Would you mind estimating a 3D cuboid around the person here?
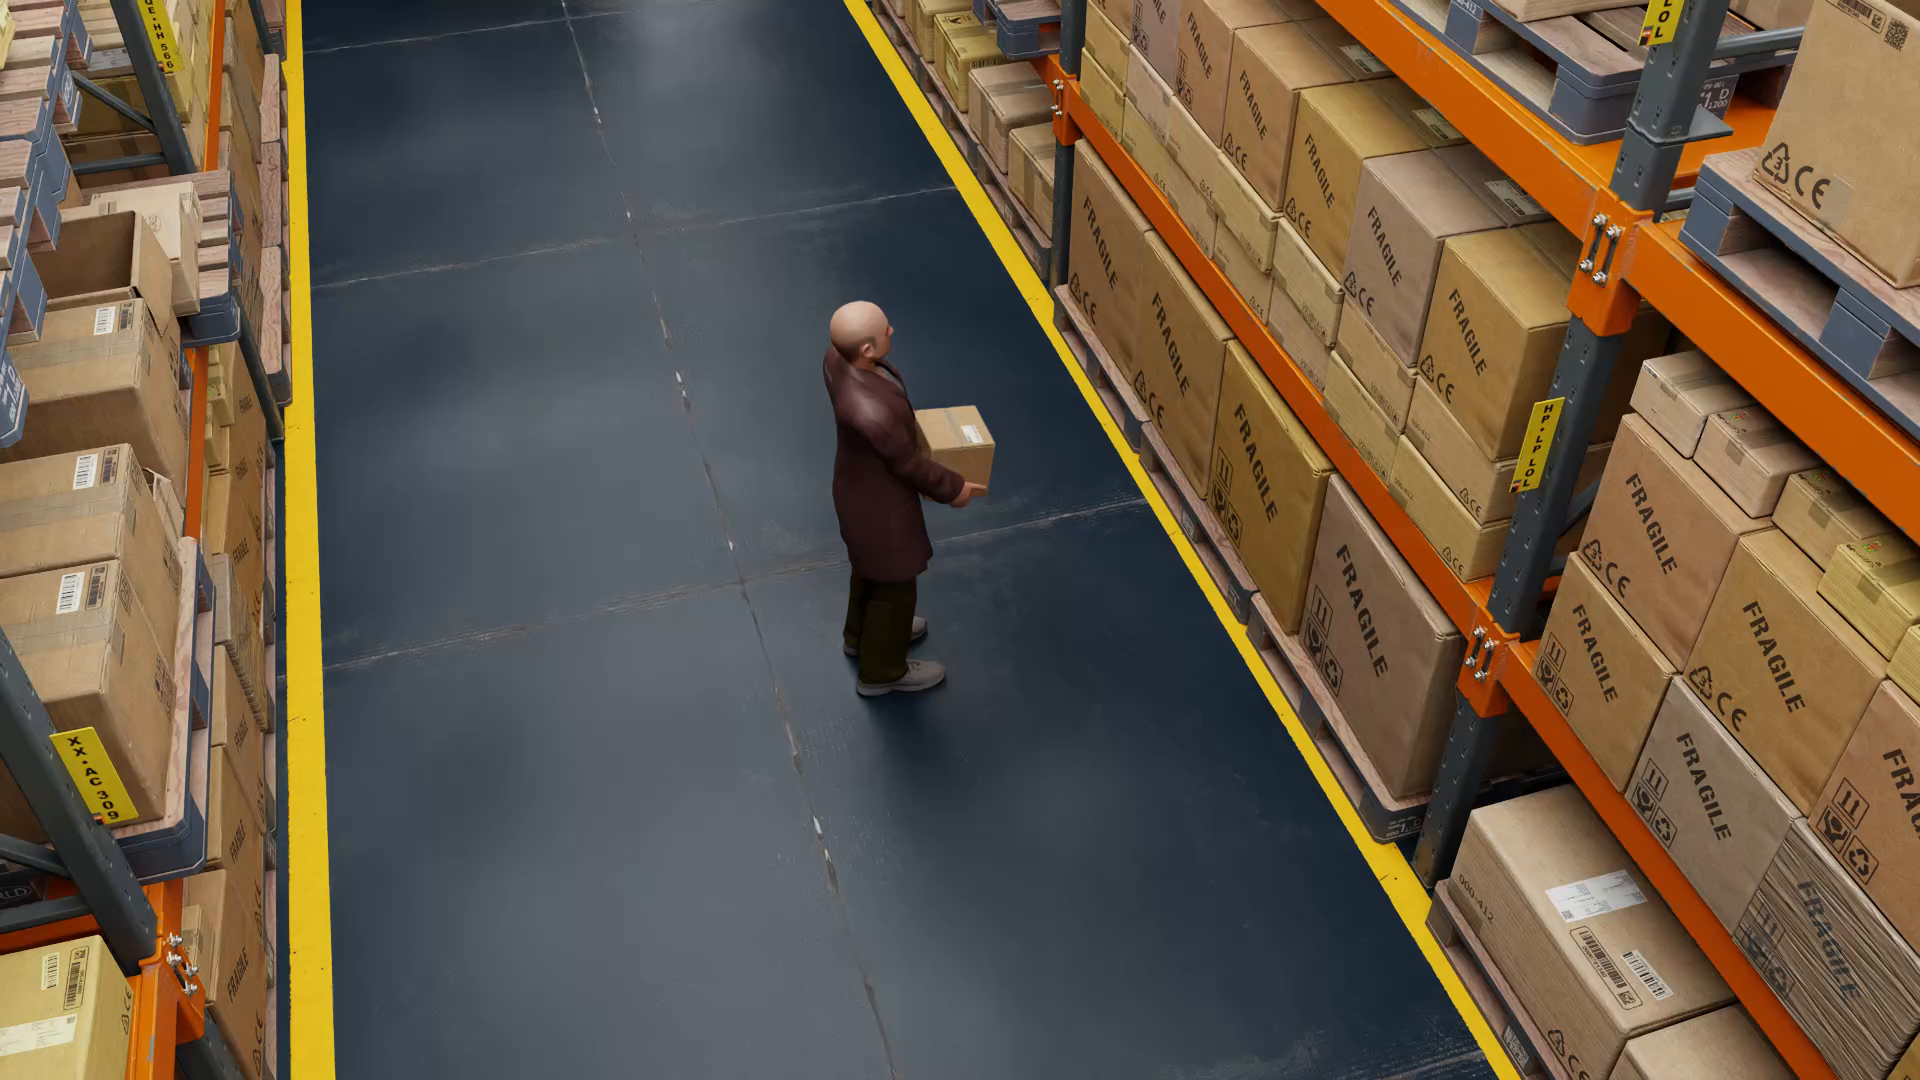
[{"bbox_3d":[-0.207,-0.173,6.368,0.552,1.778,0.524,-12,43,-13],"label":"person"}]
